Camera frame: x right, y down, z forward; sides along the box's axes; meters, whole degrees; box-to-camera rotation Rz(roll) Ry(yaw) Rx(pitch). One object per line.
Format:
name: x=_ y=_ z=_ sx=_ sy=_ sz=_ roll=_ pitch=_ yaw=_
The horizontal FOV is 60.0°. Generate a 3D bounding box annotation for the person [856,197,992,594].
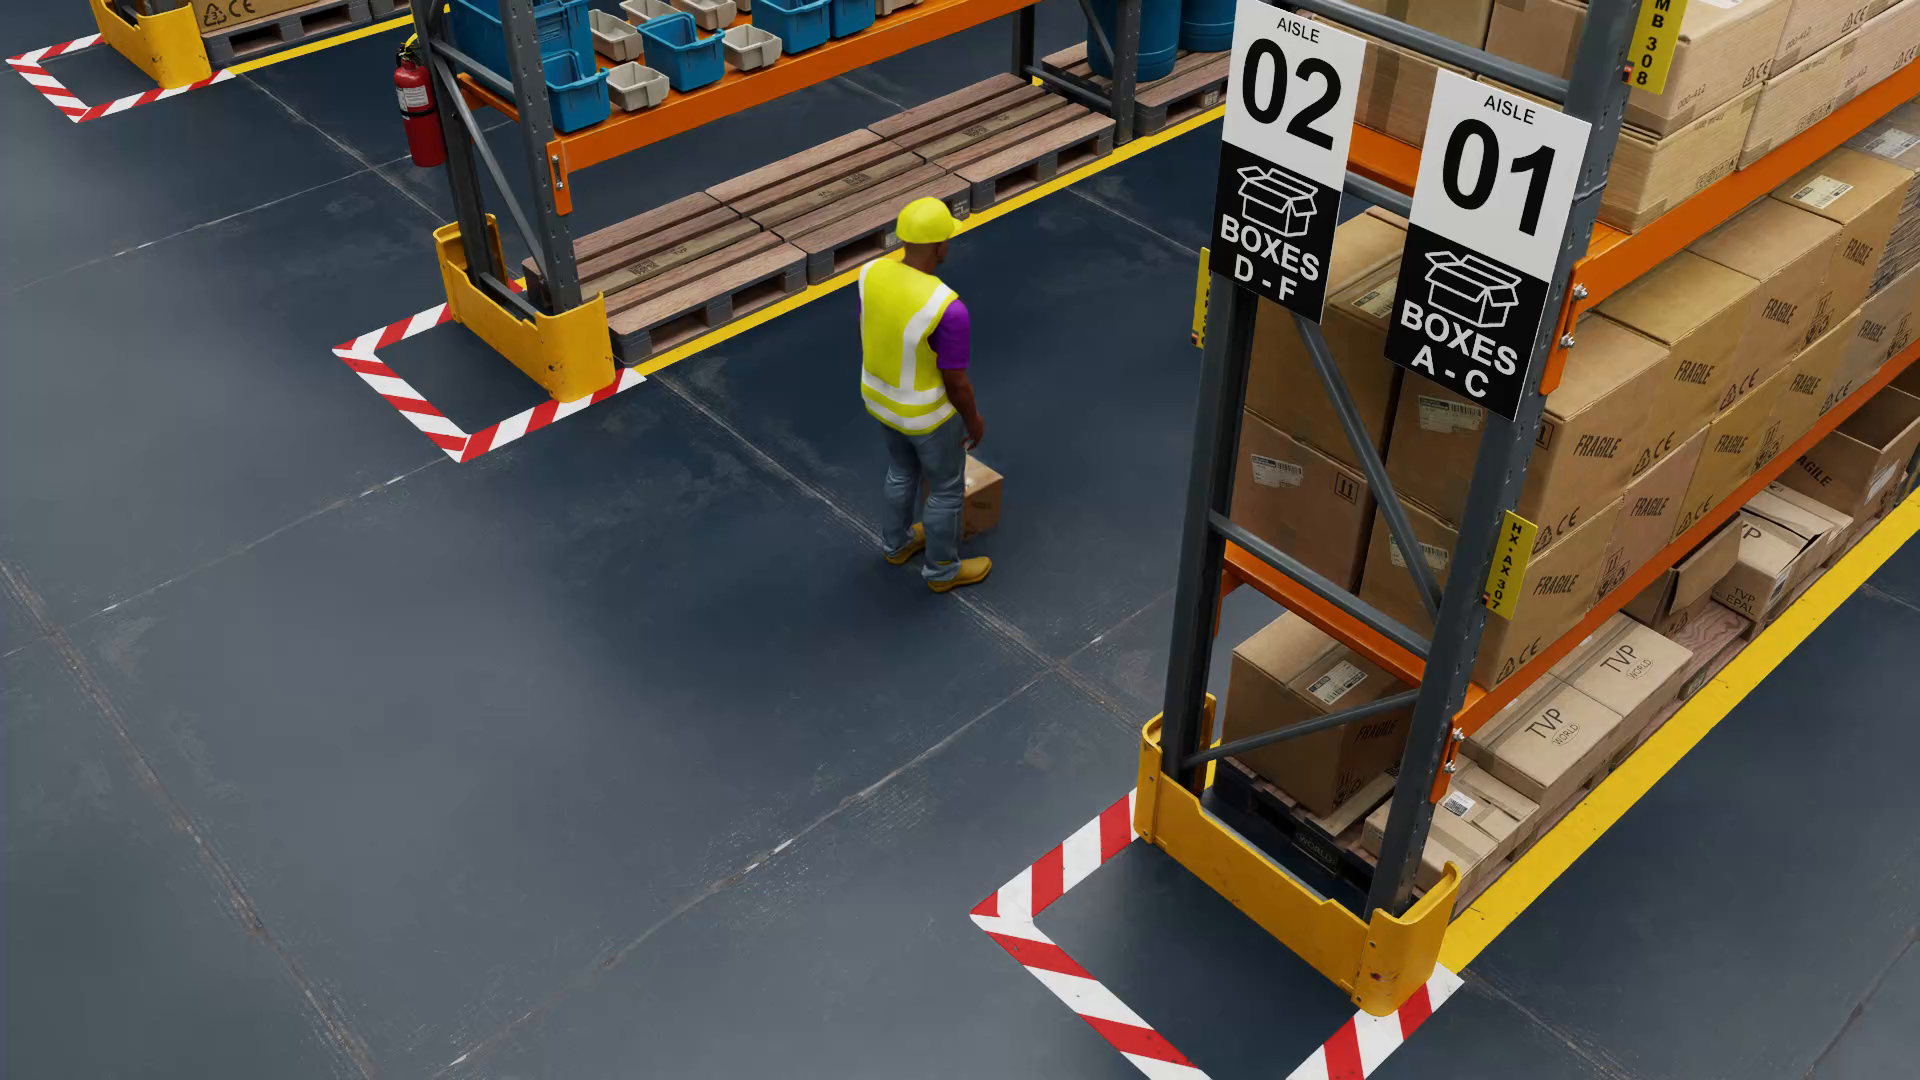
person: x=-0.162 y=-0.578 z=6.841 sx=0.446 sy=1.759 sz=0.604 roll=-32 pitch=49 yaw=-33
